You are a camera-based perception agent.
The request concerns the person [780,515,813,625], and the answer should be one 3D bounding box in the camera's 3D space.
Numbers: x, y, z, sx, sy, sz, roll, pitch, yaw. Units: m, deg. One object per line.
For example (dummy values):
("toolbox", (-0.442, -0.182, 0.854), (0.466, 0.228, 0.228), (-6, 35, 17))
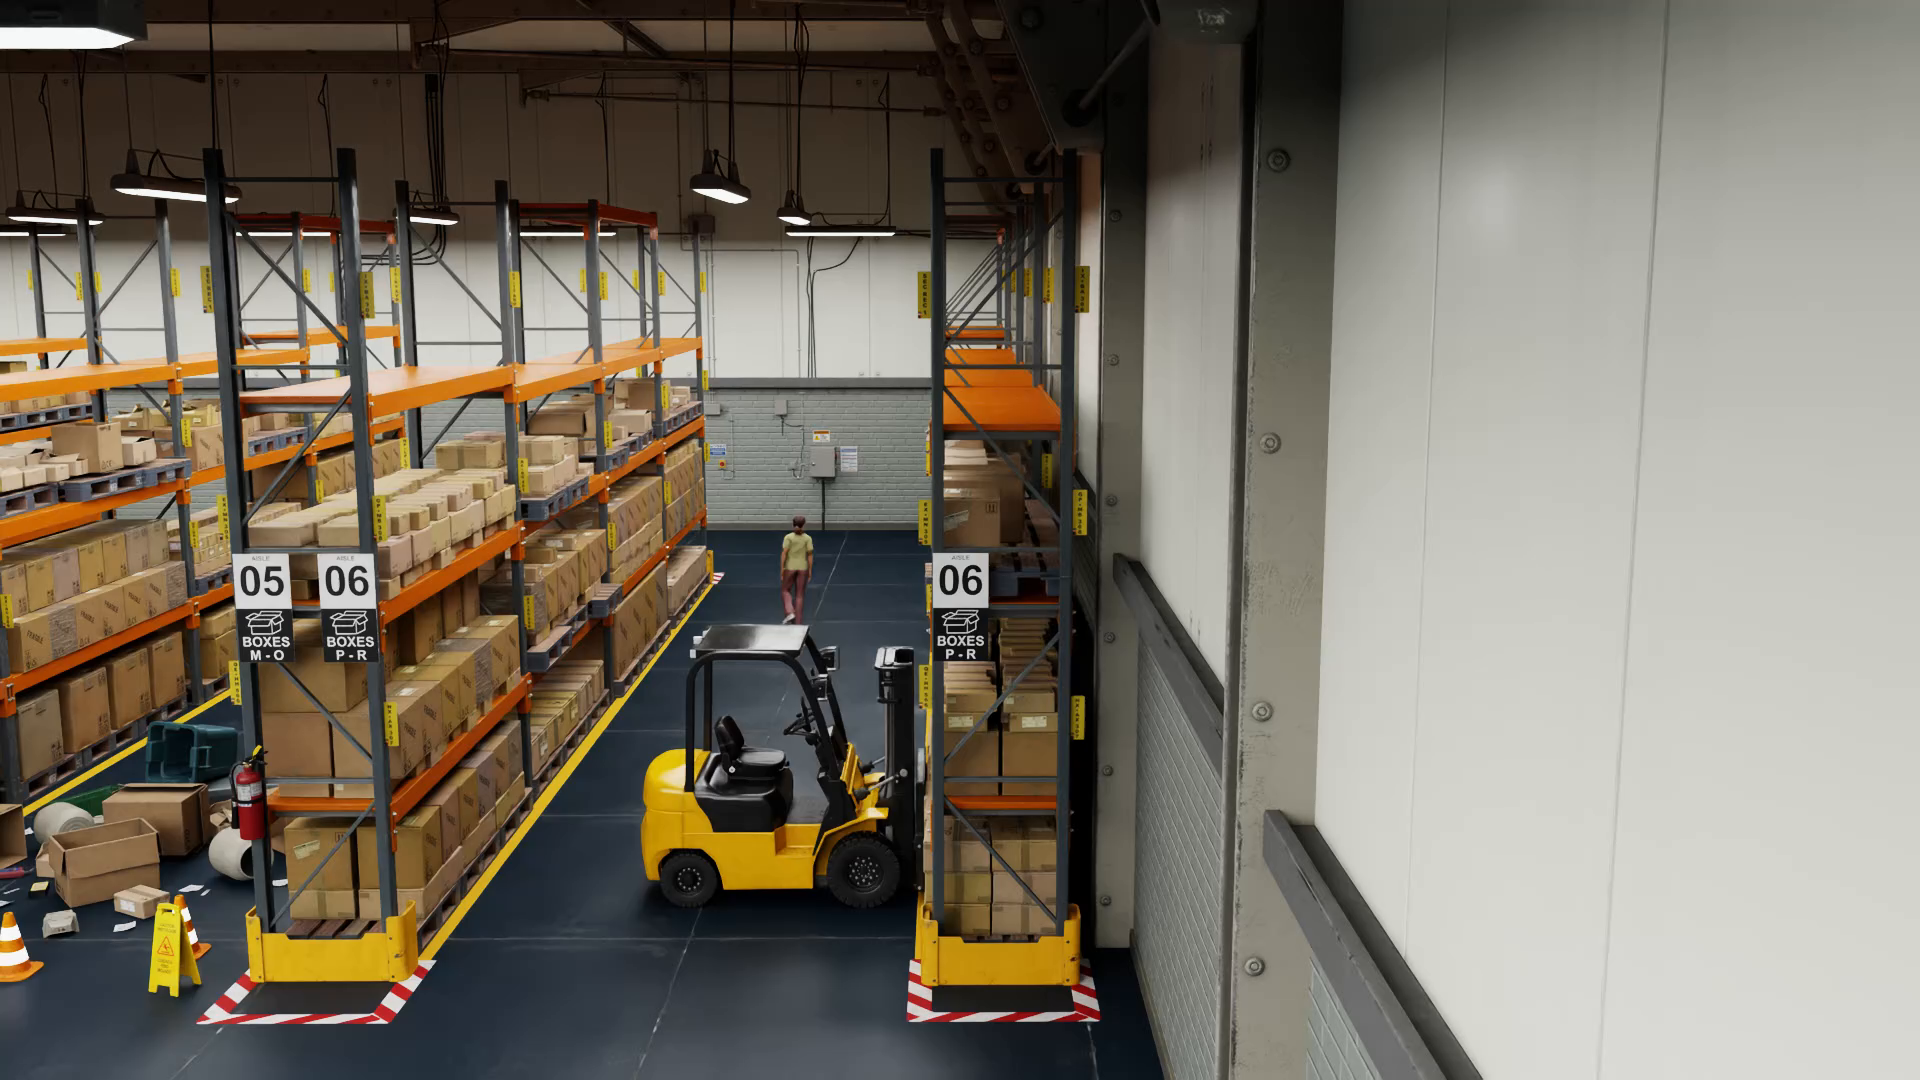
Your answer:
("person", (-2.376, 0.470, 24.232), (0.493, 1.670, 0.467), (-1, 9, -8))
